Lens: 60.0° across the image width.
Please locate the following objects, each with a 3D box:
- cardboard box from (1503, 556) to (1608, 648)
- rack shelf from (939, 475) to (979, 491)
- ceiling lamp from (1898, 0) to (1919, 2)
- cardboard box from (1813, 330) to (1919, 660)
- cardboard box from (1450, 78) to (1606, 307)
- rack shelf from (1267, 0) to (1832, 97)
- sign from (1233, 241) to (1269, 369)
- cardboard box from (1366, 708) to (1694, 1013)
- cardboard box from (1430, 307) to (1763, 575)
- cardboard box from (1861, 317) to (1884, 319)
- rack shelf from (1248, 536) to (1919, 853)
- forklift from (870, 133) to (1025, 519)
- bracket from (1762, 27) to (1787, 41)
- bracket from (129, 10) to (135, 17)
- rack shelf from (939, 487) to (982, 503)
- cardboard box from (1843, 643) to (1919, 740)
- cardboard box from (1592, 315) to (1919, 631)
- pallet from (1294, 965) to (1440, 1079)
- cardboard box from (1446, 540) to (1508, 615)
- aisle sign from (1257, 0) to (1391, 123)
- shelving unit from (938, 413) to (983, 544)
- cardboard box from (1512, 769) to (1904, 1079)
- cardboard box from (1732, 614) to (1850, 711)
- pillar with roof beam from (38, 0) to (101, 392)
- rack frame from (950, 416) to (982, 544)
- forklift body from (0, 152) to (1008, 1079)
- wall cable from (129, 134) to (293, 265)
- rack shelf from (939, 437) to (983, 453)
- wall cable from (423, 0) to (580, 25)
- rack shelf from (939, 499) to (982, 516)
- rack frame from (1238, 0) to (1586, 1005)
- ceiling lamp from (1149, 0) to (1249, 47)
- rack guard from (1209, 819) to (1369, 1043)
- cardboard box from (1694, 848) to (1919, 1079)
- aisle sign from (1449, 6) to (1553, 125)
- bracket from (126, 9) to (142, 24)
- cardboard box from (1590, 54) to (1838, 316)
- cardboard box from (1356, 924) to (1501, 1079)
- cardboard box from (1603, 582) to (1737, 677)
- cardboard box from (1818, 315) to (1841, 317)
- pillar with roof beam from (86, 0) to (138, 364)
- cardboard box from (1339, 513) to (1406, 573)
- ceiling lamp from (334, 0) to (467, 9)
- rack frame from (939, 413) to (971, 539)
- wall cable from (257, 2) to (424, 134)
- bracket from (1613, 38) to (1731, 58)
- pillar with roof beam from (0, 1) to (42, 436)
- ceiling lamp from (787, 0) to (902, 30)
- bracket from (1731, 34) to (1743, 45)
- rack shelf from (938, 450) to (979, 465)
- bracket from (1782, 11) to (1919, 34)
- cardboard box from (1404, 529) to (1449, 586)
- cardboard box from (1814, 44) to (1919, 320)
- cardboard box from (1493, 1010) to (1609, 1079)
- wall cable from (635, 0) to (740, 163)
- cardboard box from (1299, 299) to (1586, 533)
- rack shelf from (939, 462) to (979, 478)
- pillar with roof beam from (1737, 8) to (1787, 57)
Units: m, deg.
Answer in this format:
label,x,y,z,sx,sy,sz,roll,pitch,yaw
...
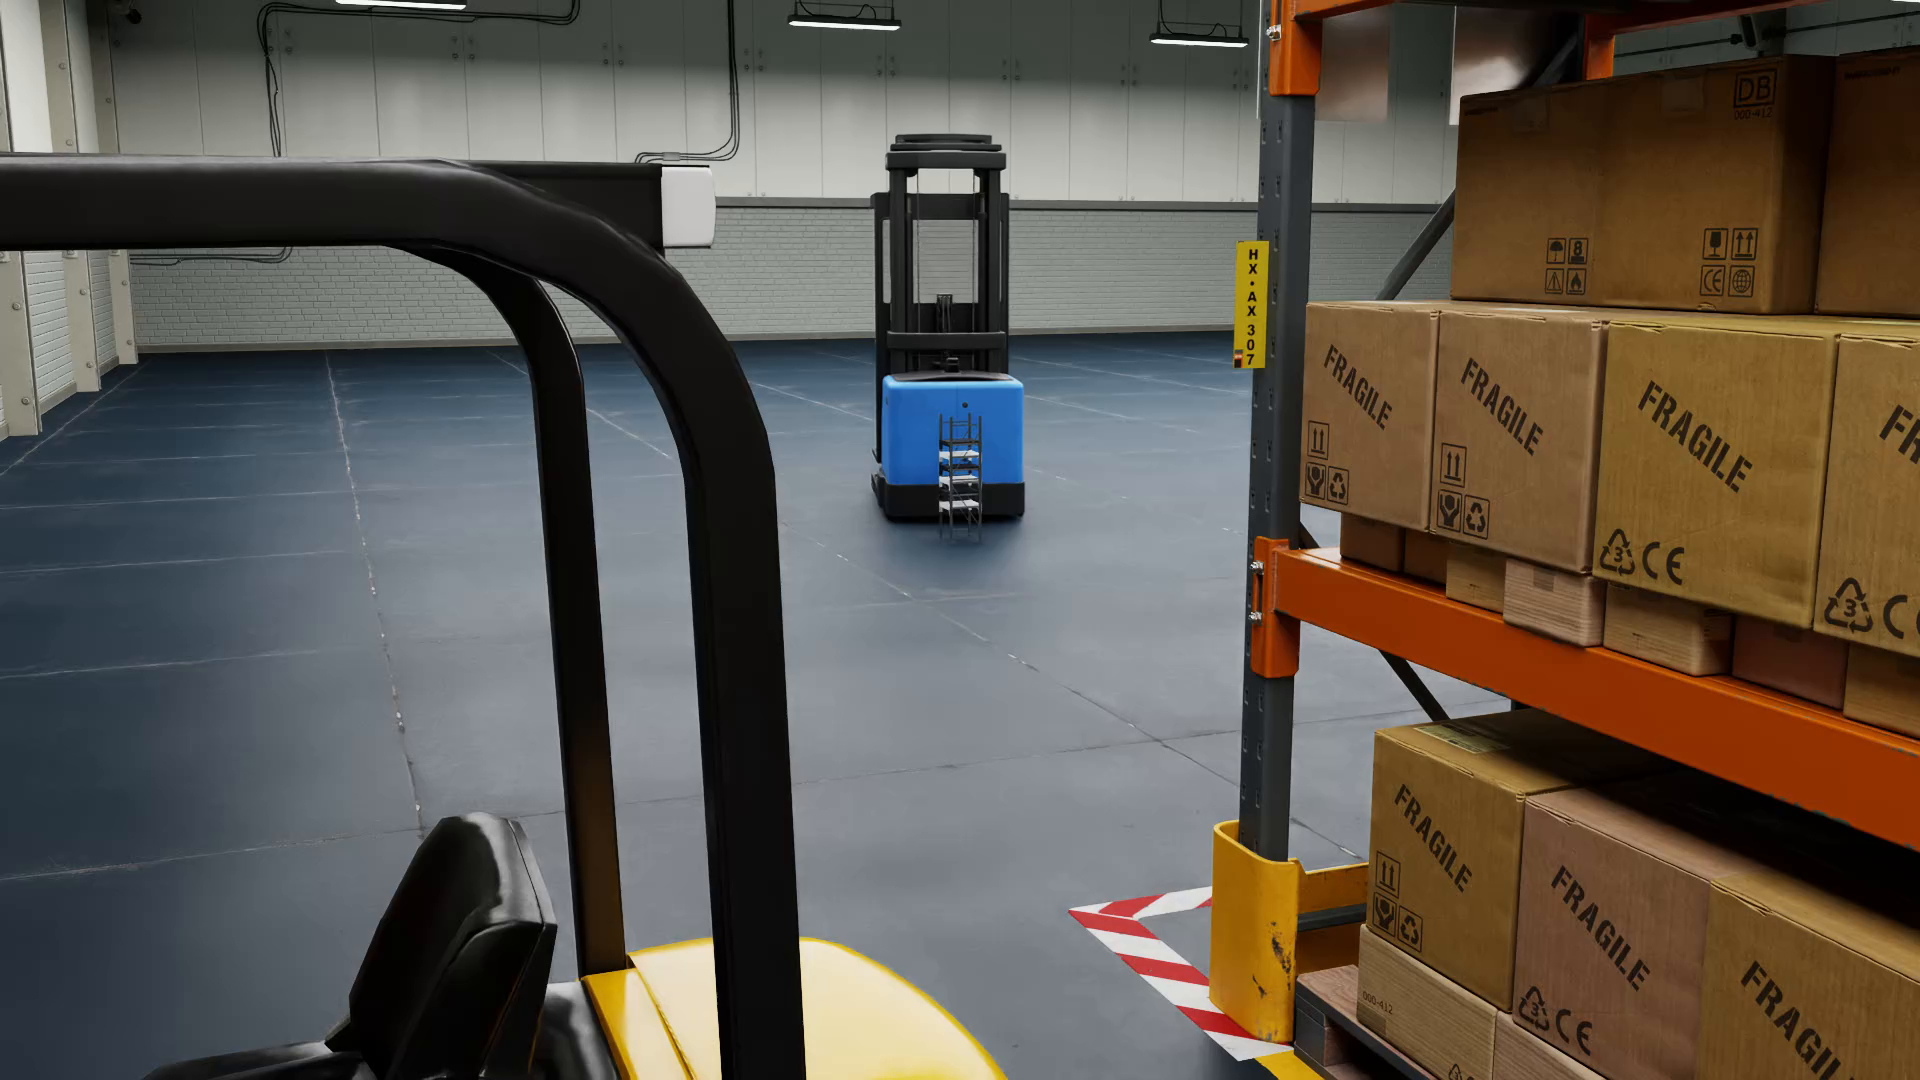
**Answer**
label,x,y,z,sx,sy,sz,roll,pitch,yaw
cardboard box,1.365,0.110,3.454,0.380,0.149,0.250,-4,11,-20
rack shelf,0.003,-0.409,11.840,0.258,0.077,0.200,-4,11,-21
ceiling lamp,14.614,-10.040,25.883,2.000,3.144,0.800,-4,11,-21
cardboard box,1.742,-0.066,2.593,0.500,0.500,0.500,-4,11,-22
cardboard box,1.649,-0.834,4.053,0.700,0.500,0.500,-4,11,-22
rack shelf,1.985,-1.012,2.531,1.077,0.370,4.000,-4,11,-21
sign,0.755,-0.607,4.297,0.100,0.325,0.005,-4,11,-21
cardboard box,1.304,0.715,3.844,0.500,0.500,0.500,-4,11,-23
cardboard box,1.364,-0.232,3.523,0.500,0.500,0.500,-4,11,-19
cardboard box,2.069,-0.176,3.210,0.500,0.500,0.500,-4,11,-21
rack shelf,1.985,0.465,2.794,1.077,0.370,4.000,-4,11,-21
forklift,-0.171,-1.819,13.779,1.130,2.935,3.031,-1,10,-6
bracket,16.529,-10.281,33.745,0.235,0.232,0.430,-4,11,-21
bracket,-15.288,-9.732,30.660,0.076,0.066,3.189,-4,11,-21
rack shelf,0.003,-0.320,11.855,0.258,0.077,0.200,-4,11,-21
cardboard box,1.710,0.234,2.755,0.380,0.149,0.250,-4,11,-22
cardboard box,1.550,-0.149,3.056,0.500,0.500,0.500,-4,11,-22
pallet,1.549,1.305,3.982,1.003,0.211,1.213,-4,11,-21
cardboard box,1.316,0.066,3.703,0.380,0.149,0.250,-4,11,-23
aisle sign,0.949,-1.486,4.285,0.394,0.787,0.004,-4,11,-21
shelving unit,0.003,-0.442,11.834,0.258,0.900,0.210,-4,11,-21
cardboard box,1.498,0.801,3.366,0.500,0.500,0.500,-4,11,-23
cardboard box,1.642,0.189,3.008,0.380,0.149,0.250,-4,11,-19
pillar with roof beam,-8.637,-6.873,24.865,9.100,9.000,0.400,-4,11,-21
rack frame,0.040,-0.425,11.741,0.240,0.900,0.006,-4,11,-21
forklift body,-0.977,0.712,1.777,2.313,2.155,1.214,-4,11,-21
wall cable,-14.659,-6.615,32.282,3.097,2.526,0.112,-4,11,-21
rack shelf,0.003,-0.675,11.792,0.258,0.077,0.200,-4,11,-21
wall cable,-9.253,-11.709,33.510,3.097,2.526,0.112,-4,11,-21
rack shelf,0.003,-0.232,11.871,0.258,0.077,0.200,-4,11,-21
rack frame,1.261,-0.215,4.566,1.000,3.000,0.127,-4,11,-21
ceiling lamp,4.471,-11.041,31.628,2.000,3.185,0.800,-4,11,-21
rack guard,1.288,1.028,4.715,1.175,0.500,0.348,-4,11,-21
cardboard box,1.672,0.883,2.902,0.500,0.500,0.500,-4,11,-20
aisle sign,1.508,-1.524,4.499,0.394,0.787,0.004,-4,11,-21
bracket,-15.502,-9.829,31.202,0.235,0.232,0.430,-4,11,-21
cardboard box,1.825,-0.751,3.586,0.700,0.500,0.500,-4,11,-20
cardboard box,1.295,1.081,3.931,0.500,0.250,0.500,-4,11,-21
cardboard box,1.490,0.150,3.229,0.380,0.149,0.250,-4,11,-19
cardboard box,1.891,-0.258,3.670,0.500,0.500,0.500,-4,11,-21
pillar with roof beam,-10.811,-7.853,30.371,9.100,9.000,0.548,-4,11,-21
cardboard box,1.191,-0.023,4.202,0.380,0.149,0.250,-4,11,-21
ceiling lamp,-8.997,-10.124,26.472,2.000,3.185,0.800,-4,11,-21
rack frame,-0.034,-0.458,11.927,0.240,0.900,0.006,-4,11,-21
wall cable,-12.137,-9.274,32.805,3.097,2.526,0.112,-4,11,-21
bracket,15.289,-10.840,36.886,0.076,0.066,4.783,-4,11,-21
pillar with roof beam,-6.463,-5.894,19.359,9.100,9.000,0.400,-4,11,-21
ceiling lamp,-2.109,-10.593,29.109,2.000,3.185,0.800,-4,11,-21
bracket,16.229,-10.416,34.506,0.235,0.232,0.430,-4,11,-21
rack shelf,0.003,-0.586,11.808,0.258,0.077,0.200,-4,11,-21
bracket,17.463,-9.860,31.380,0.076,0.066,4.783,-4,11,-21
cardboard box,1.296,0.017,3.976,0.380,0.149,0.250,-4,11,-20
cardboard box,2.106,-0.674,3.154,0.700,0.500,0.500,-4,11,-22
cardboard box,1.473,1.165,3.460,0.500,0.250,0.500,-3,11,-19
wall cable,-5.805,-10.418,35.084,2.305,6.003,0.169,-4,11,-21
cardboard box,1.174,-0.316,3.998,0.500,0.500,0.500,-4,11,-22
rack shelf,0.003,-0.498,11.824,0.258,0.077,0.200,-4,11,-21
pillar with roof beam,12.697,-8.326,33.031,9.100,9.000,0.548,-4,11,-21
